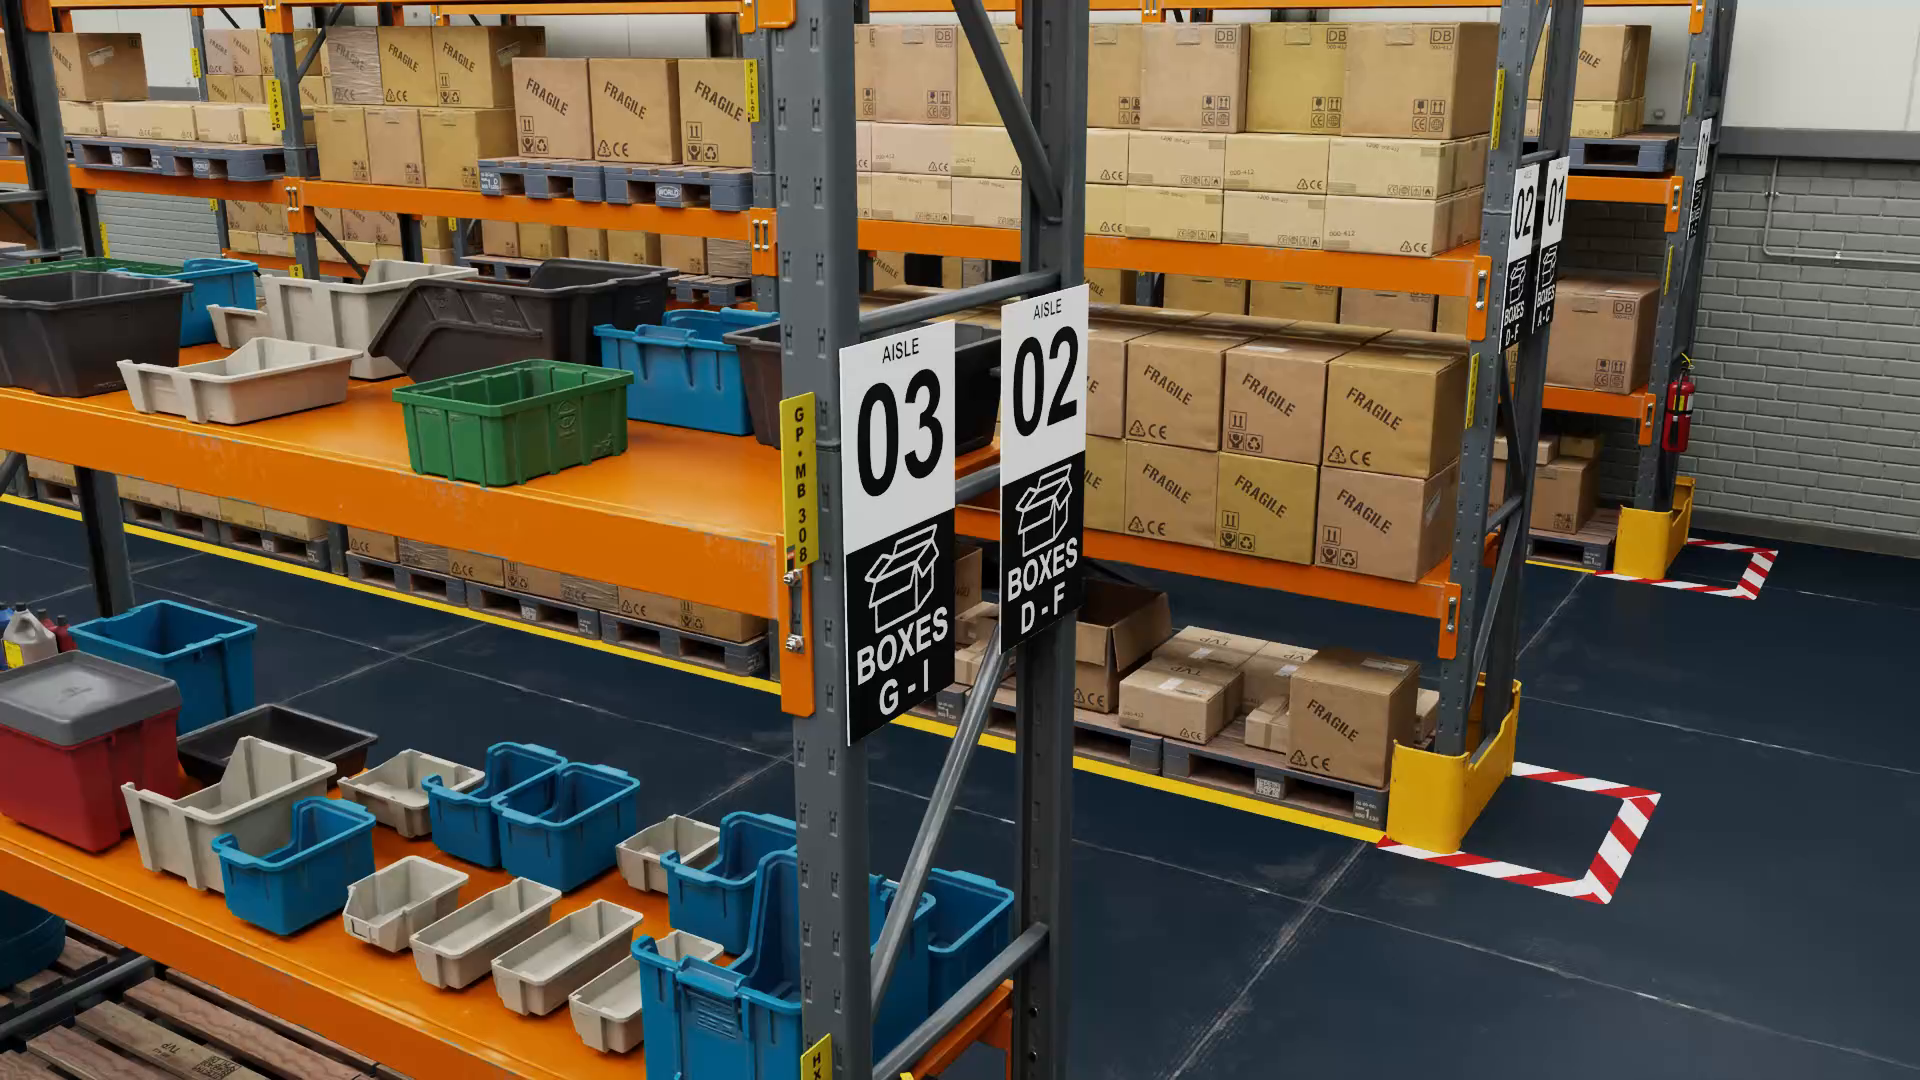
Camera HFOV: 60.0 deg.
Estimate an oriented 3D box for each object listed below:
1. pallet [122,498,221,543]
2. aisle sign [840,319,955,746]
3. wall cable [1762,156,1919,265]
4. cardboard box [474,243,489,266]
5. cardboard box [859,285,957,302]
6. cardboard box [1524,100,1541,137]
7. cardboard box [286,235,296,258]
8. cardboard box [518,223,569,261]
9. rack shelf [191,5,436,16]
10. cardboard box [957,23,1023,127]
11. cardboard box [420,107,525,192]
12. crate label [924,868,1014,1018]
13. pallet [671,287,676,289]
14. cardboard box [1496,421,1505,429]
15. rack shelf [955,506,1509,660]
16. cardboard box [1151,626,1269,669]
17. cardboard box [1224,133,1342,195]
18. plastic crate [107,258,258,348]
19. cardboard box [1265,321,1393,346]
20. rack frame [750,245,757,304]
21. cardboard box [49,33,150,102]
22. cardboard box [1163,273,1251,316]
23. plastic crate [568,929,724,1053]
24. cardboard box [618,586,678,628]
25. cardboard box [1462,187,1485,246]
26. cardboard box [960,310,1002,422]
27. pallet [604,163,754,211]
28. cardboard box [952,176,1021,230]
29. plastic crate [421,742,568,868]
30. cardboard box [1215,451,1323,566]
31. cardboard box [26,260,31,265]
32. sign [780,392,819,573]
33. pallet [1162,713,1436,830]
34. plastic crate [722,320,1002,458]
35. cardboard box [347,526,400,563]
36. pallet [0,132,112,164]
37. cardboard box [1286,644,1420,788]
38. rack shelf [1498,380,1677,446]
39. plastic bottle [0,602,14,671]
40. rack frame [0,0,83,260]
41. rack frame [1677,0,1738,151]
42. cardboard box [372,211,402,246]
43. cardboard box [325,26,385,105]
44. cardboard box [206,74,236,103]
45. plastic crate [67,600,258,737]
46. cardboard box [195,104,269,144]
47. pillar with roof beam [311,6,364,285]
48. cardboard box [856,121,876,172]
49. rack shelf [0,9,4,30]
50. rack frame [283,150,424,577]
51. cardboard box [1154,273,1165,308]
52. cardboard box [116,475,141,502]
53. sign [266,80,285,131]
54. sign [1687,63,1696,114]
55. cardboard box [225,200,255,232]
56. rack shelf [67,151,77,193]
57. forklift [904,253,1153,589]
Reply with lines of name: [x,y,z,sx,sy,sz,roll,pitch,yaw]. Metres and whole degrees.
pallet: [-5.962,-0.290,13.472,1.213,0.211,1.003,10,20,30]
aisle sign: [-0.116,-0.021,3.315,0.004,0.787,0.394,10,20,30]
wall cable: [6.747,-1.840,12.028,1.851,1.984,0.084,10,20,30]
cardboard box: [-5.353,-3.202,18.484,0.500,0.250,0.500,10,20,31]
cardboard box: [-0.270,-1.208,9.806,0.500,0.500,0.500,10,20,30]
cardboard box: [3.954,-3.051,11.966,0.500,0.250,0.500,9,19,28]
cardboard box: [-7.342,-3.378,19.065,0.500,0.250,0.500,10,19,29]
cardboard box: [-4.176,-3.225,17.408,0.500,0.500,0.700,13,21,36]
rack shelf: [-6.769,-5.968,18.289,4.000,0.370,1.077,10,20,30]
cardboard box: [0.379,-2.406,8.589,0.500,0.500,0.700,10,20,30]
cardboard box: [-2.978,-2.572,10.854,0.500,0.500,0.910,10,20,30]
crate label: [-0.062,1.072,4.376,0.303,0.233,0.416,10,20,30]
pallet: [-3.364,-2.730,17.038,1.213,0.211,1.003,10,20,30]
cardboard box: [4.291,-0.818,12.876,0.250,0.149,0.380,10,20,30]
rack shelf: [0.868,-0.046,9.111,4.000,0.370,1.077,10,20,30]
cardboard box: [1.405,0.714,9.345,0.500,0.250,0.500,10,20,30]
cardboard box: [1.574,-1.780,7.818,0.500,0.250,0.500,10,20,30]
plastic crate: [-2.489,-0.764,5.364,0.300,0.233,0.416,10,20,30]
cardboard box: [1.882,-0.823,8.538,0.500,0.500,0.500,10,20,31]
rack frame: [-1.656,-2.531,16.052,0.127,3.000,1.000,10,20,30]
cardboard box: [-6.651,-3.651,12.822,0.500,0.500,0.500,12,21,35]
cardboard box: [2.206,-1.979,13.720,0.700,0.700,0.980,10,20,31]
plastic crate: [-0.813,1.158,4.259,0.243,0.136,0.396,10,20,30]
cardboard box: [-1.824,0.209,10.575,0.500,0.500,0.500,10,20,30]
cardboard box: [2.267,-1.591,8.055,0.500,0.250,0.500,10,20,30]
cardboard box: [0.295,-0.923,8.867,0.500,0.500,0.500,9,19,28]
pallet: [-1.356,-2.157,9.983,1.003,0.211,1.213,10,20,30]
cardboard box: [0.297,-1.770,8.643,0.500,0.250,0.500,10,20,30]
plastic crate: [-1.439,0.826,5.186,0.300,0.233,0.416,10,20,30]
cardboard box: [1.604,-0.213,8.250,0.500,0.500,0.500,10,20,31]
cardboard box: [-7.998,-2.258,13.867,0.250,0.149,0.380,10,20,30]
sign: [-0.298,-0.107,3.091,0.005,0.325,0.100,10,20,30]
pallet: [1.827,1.115,8.847,1.213,0.211,1.003,10,20,30]
plastic crate: [-0.206,-0.361,3.971,0.590,0.269,0.497,10,20,30]
cardboard box: [-4.007,-0.178,11.849,0.500,0.500,0.500,11,20,32]
pallet: [-6.895,-3.125,13.175,1.217,0.209,0.805,9,19,28]
cardboard box: [1.980,0.877,8.376,0.500,0.500,0.500,10,20,30]
rack shelf: [3.457,-1.274,13.152,4.000,0.370,1.077,10,20,30]
plastic bottle: [-3.826,0.383,6.680,0.097,0.271,0.097,0,17,0]
rack frame: [-3.432,-2.339,5.099,0.127,3.000,1.000,10,20,30]
rack frame: [5.161,-4.184,11.174,0.127,3.000,1.000,10,20,30]
cardboard box: [-6.057,-3.506,18.195,0.500,0.500,0.500,10,20,30]
cardboard box: [-3.877,-3.197,11.192,0.500,0.500,0.500,10,20,30]
cardboard box: [-8.319,-5.127,19.233,0.500,0.500,0.500,11,20,31]
plastic crate: [-2.856,0.497,6.009,0.575,0.384,0.392,10,20,30]
cardboard box: [-5.117,-2.998,11.965,0.500,0.250,0.500,11,20,32]
pillar with roof beam: [-9.677,-5.660,16.031,0.400,9.000,9.100,10,20,30]
cardboard box: [-0.552,-2.162,9.075,0.500,0.250,0.500,10,20,30]
rack shelf: [-5.136,-2.108,6.263,4.000,0.370,1.077,10,20,30]
rack frame: [-4.245,-1.303,12.011,0.127,3.000,1.000,10,20,30]
cardboard box: [1.493,-2.254,14.424,0.500,0.500,0.500,9,19,28]
cardboard box: [-6.562,-0.518,13.434,0.500,0.250,0.500,9,19,28]
sign: [-4.543,-2.888,11.040,0.005,0.325,0.100,10,20,30]
sign: [4.865,-3.003,11.057,0.005,0.325,0.100,10,20,30]
cardboard box: [-8.223,-3.897,19.484,0.500,0.500,0.500,10,20,30]
rack shelf: [-9.358,-3.307,14.684,4.000,0.370,1.077,10,20,30]
forklift: [0.290,-1.223,11.864,1.130,2.935,3.031,-9,19,-26]
